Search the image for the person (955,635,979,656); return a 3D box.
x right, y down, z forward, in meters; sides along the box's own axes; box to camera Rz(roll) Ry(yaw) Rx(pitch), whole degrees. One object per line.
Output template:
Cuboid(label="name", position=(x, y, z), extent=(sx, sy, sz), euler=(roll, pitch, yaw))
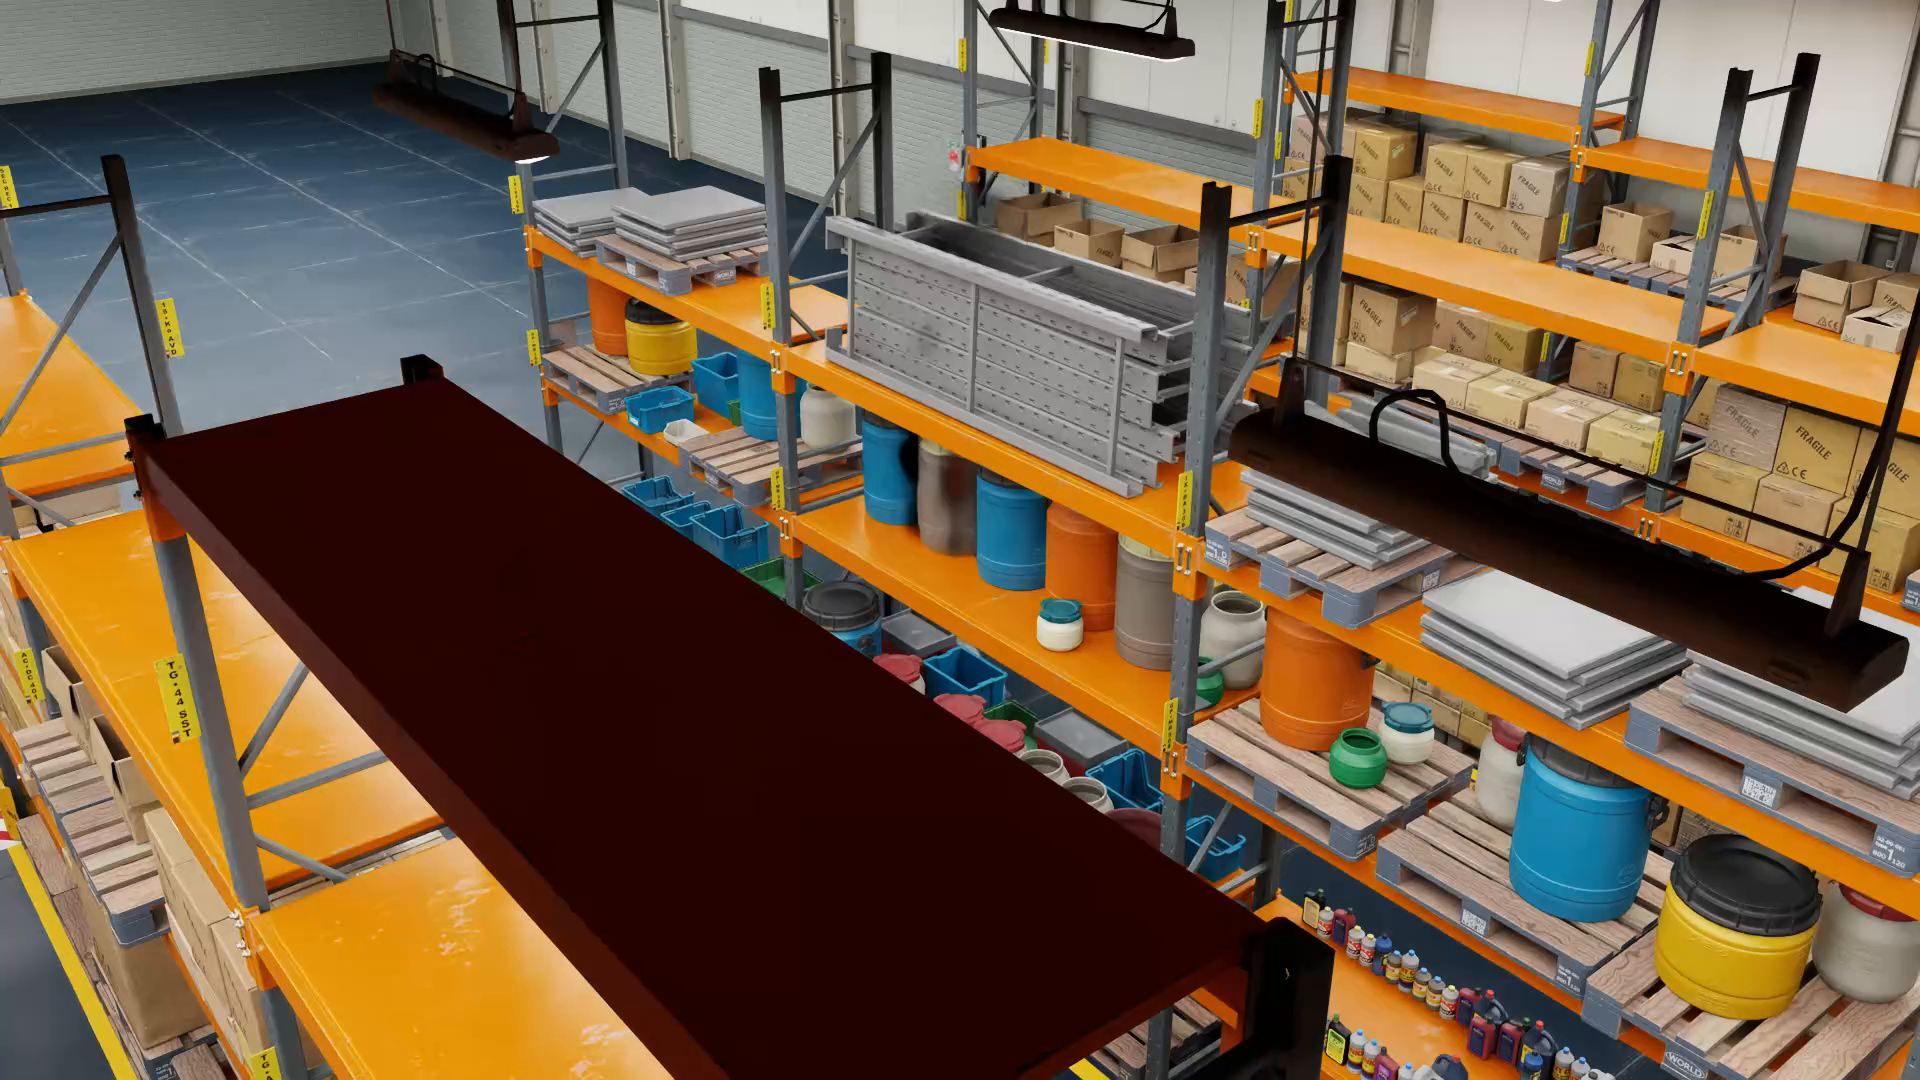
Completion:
Cuboid(label="person", position=(-0.074, 0.638, 15.100), extent=(0.607, 1.702, 0.802), euler=(-16, 30, -30))
